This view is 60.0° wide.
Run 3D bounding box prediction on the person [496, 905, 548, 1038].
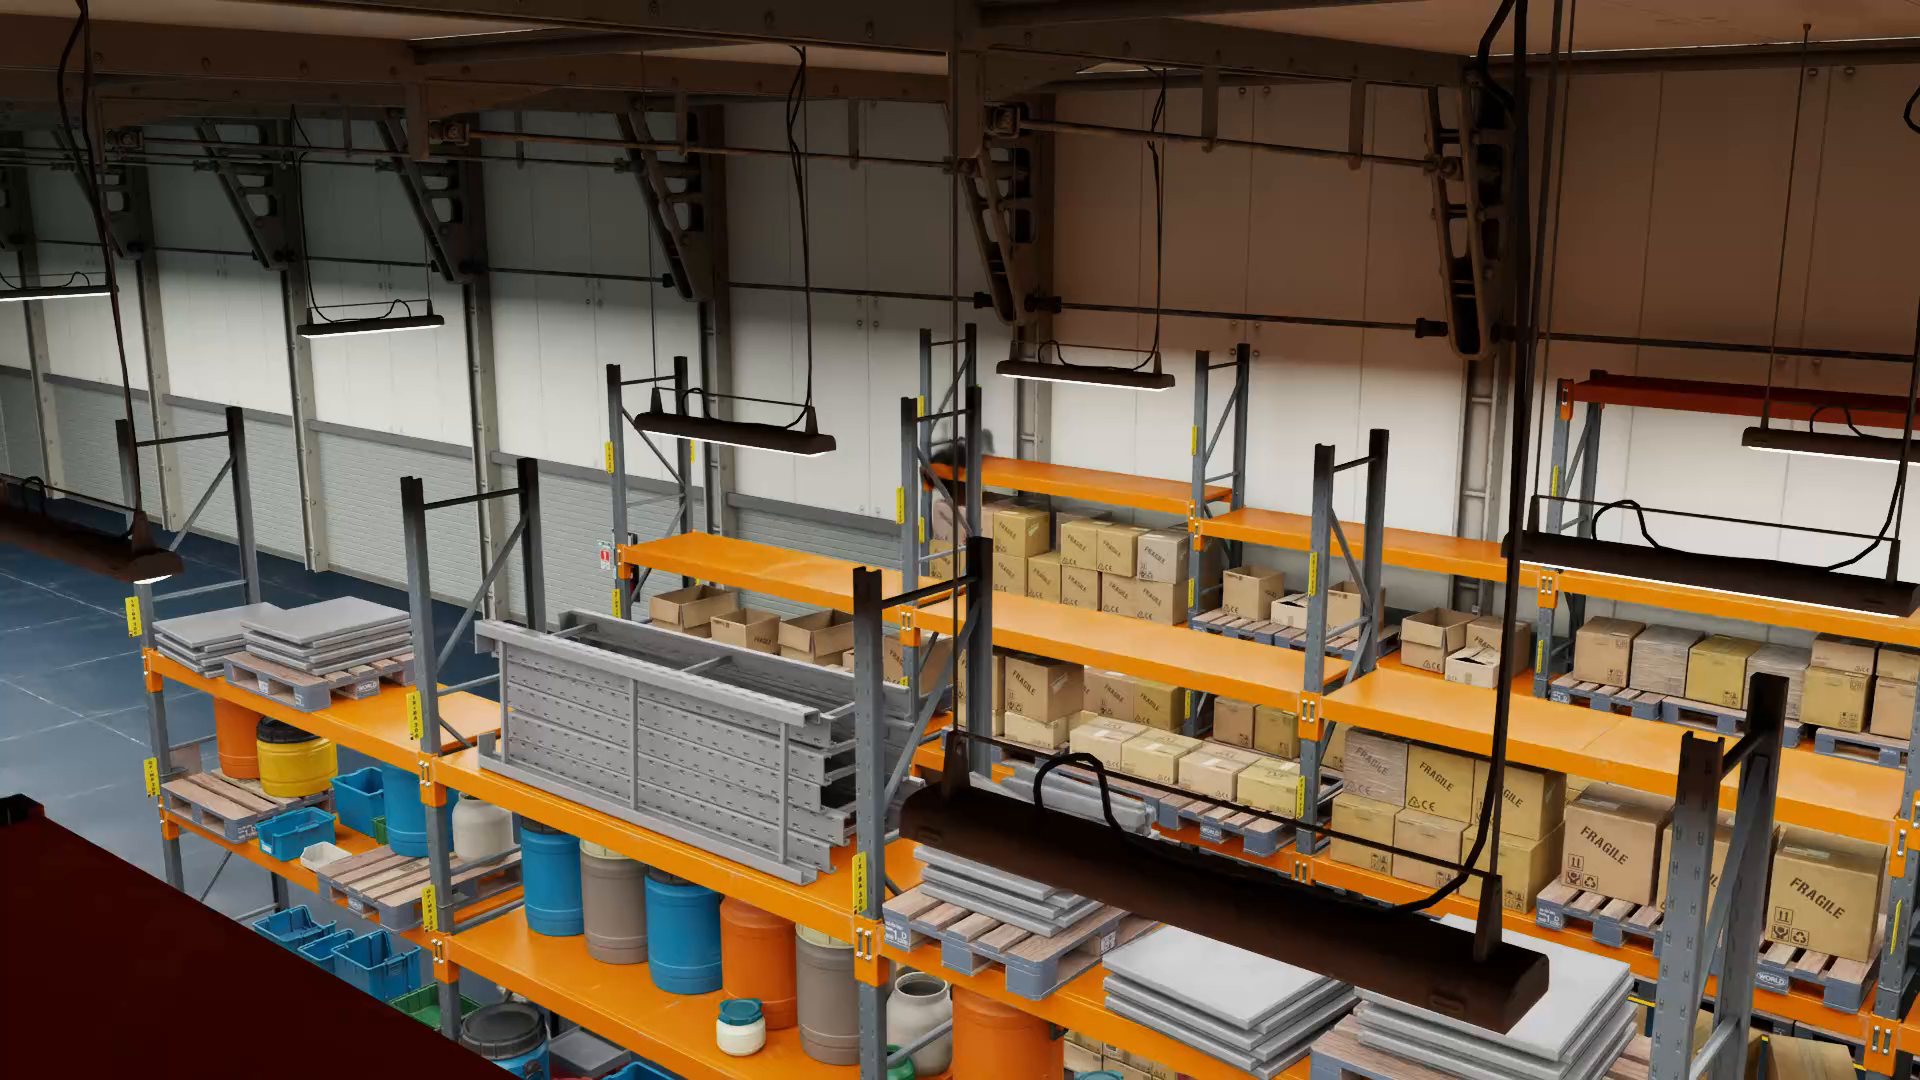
[{"bbox_3d":[-3.950,3.934,14.806,0.624,1.737,0.670,8,15,32],"label":"person"}]
